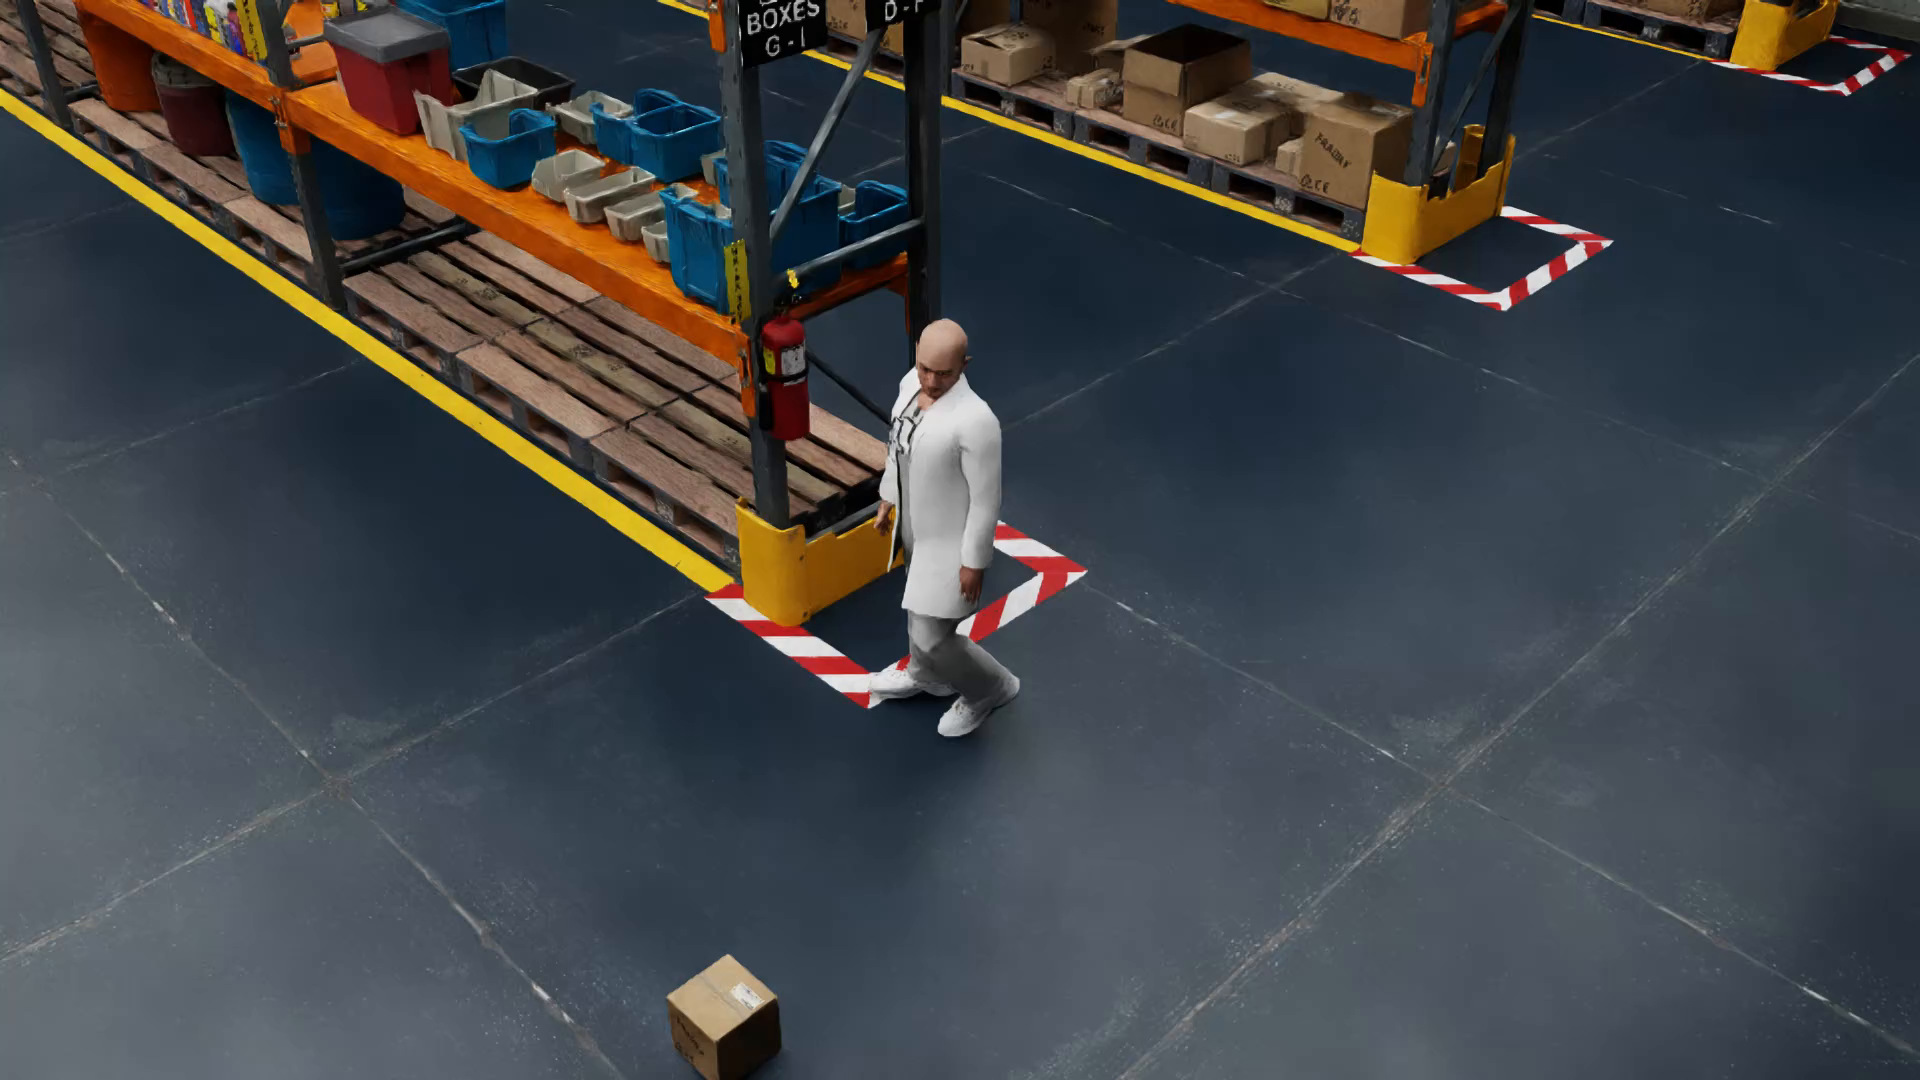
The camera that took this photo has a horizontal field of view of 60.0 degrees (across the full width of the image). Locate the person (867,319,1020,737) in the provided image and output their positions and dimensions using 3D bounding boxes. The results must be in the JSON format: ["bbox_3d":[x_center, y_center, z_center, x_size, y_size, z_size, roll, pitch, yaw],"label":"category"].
[{"bbox_3d":[-0.061,-0.040,6.183,0.505,1.776,0.650,-16,38,-21],"label":"person"}]
